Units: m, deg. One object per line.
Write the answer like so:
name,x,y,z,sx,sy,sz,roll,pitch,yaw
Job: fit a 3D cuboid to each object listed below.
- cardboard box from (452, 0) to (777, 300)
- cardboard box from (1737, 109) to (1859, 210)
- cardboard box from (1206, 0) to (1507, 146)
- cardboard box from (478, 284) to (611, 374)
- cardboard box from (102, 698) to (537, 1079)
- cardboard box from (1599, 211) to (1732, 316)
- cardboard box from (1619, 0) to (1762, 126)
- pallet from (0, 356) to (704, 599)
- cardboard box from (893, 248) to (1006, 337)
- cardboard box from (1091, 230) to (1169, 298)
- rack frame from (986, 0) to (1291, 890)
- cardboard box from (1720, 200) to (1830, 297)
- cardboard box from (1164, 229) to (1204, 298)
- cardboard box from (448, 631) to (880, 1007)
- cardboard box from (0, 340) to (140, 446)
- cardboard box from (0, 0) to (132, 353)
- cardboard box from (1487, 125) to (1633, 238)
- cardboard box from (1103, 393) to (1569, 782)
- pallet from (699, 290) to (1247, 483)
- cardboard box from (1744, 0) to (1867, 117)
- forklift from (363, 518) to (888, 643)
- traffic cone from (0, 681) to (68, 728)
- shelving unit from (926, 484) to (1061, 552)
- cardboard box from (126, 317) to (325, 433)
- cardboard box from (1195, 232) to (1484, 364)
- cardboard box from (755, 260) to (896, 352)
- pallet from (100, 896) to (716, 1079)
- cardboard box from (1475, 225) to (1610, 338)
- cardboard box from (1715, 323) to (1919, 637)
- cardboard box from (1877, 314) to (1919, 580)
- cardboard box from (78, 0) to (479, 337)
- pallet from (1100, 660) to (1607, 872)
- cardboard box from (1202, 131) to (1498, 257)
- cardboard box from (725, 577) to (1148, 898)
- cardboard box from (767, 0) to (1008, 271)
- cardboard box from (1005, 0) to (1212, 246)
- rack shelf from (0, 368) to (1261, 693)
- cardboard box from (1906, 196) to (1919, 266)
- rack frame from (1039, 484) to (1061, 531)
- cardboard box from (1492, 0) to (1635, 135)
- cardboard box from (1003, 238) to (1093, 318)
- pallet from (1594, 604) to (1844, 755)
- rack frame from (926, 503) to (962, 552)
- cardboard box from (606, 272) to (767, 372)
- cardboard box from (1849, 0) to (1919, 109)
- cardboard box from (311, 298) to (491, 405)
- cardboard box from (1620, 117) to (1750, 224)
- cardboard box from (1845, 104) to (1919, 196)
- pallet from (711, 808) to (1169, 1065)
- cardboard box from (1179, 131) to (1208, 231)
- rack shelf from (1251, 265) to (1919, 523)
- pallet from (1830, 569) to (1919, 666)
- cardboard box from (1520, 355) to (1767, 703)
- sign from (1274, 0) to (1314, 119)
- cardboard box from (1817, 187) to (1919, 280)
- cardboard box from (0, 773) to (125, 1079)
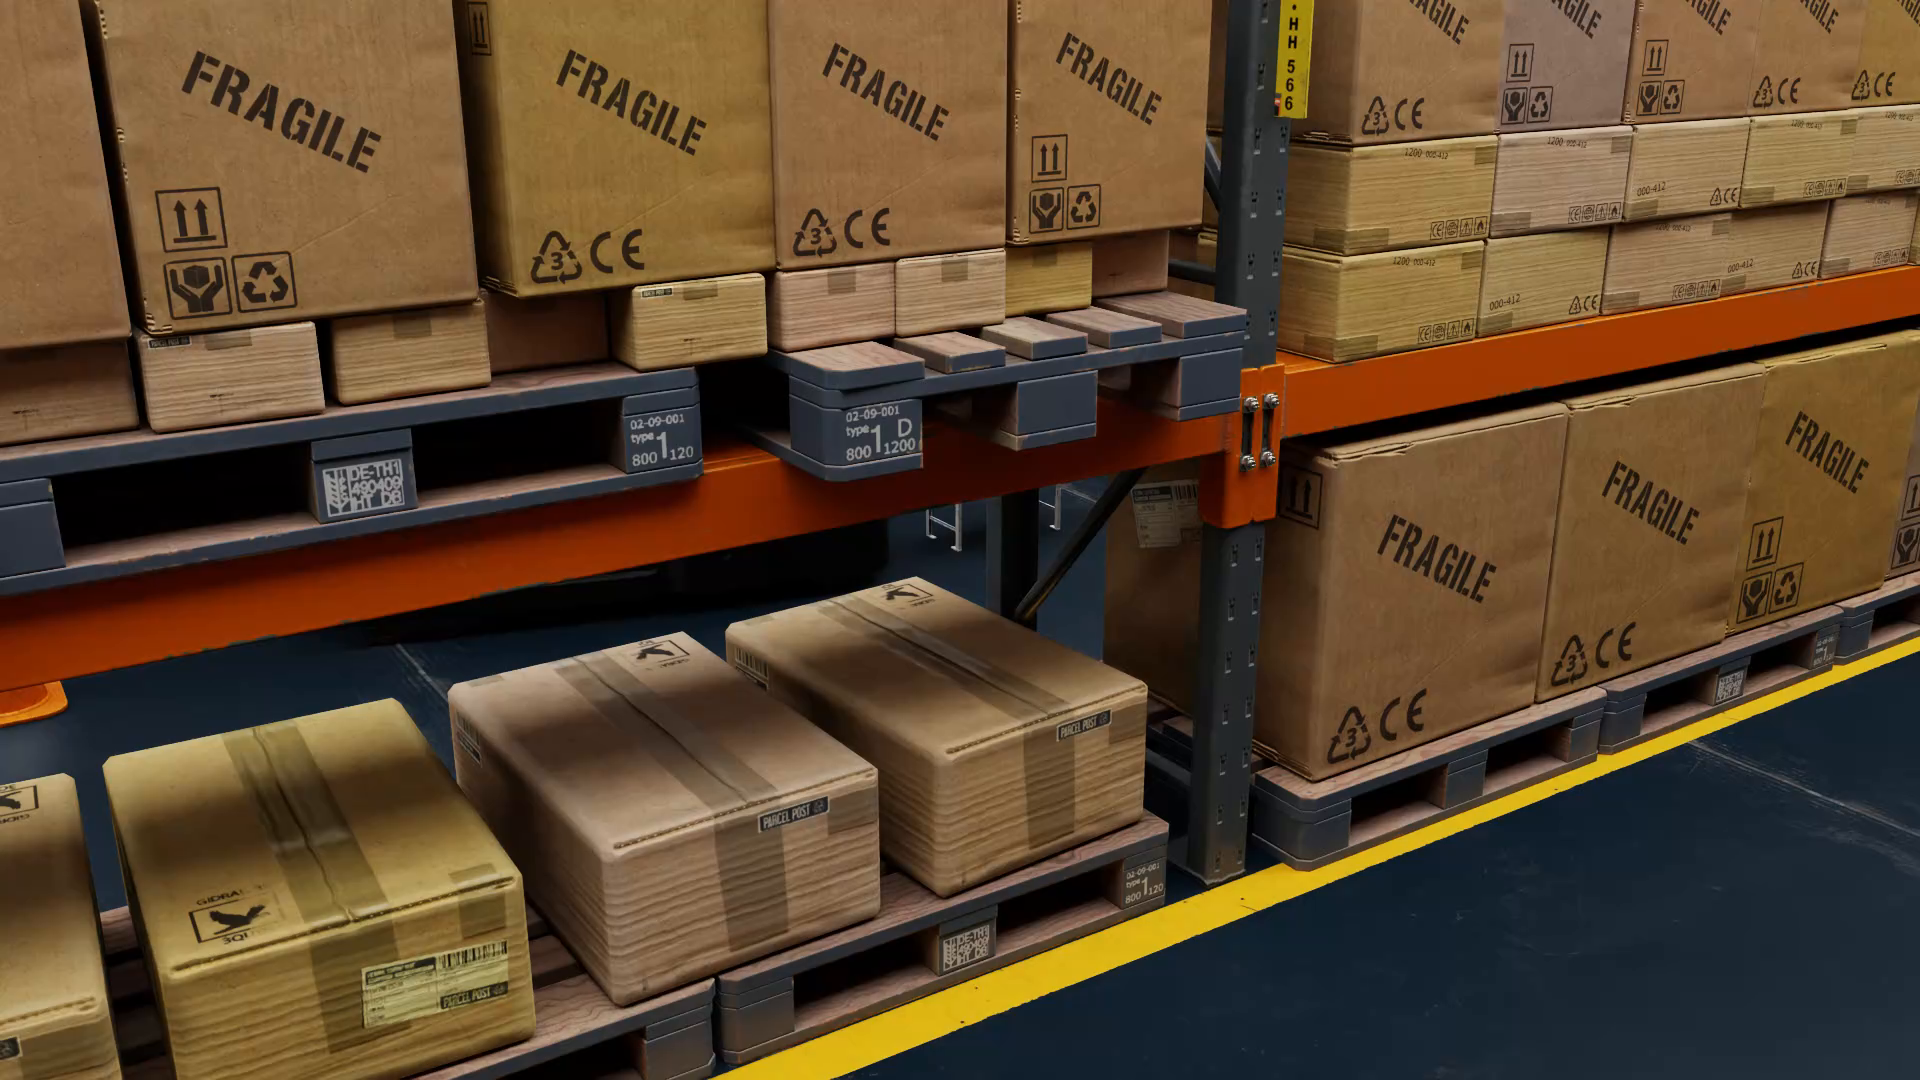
cardboard box,-0.675,-0.741,2.977,0.500,0.500,0.500,-14,23,-35
cardboard box,2.243,-1.141,4.891,0.500,0.250,0.500,-11,22,-30
cardboard box,0.945,-1.234,3.994,0.500,0.500,0.500,-13,22,-33
cardboard box,-0.832,-0.423,3.048,0.250,0.149,0.380,-12,22,-31
cardboard box,-1.328,0.716,3.392,0.625,0.372,0.950,-11,22,-30
cardboard box,1.806,-0.825,4.736,0.500,0.250,0.500,-11,22,-30
cardboard box,1.794,-1.411,4.517,0.500,0.500,0.500,-11,22,-30
pallet,-1.233,-0.241,3.073,1.213,0.211,1.003,-12,22,-31
cardboard box,-0.116,-0.528,3.359,0.250,0.149,0.380,-12,22,-32
cardboard box,0.254,-0.651,3.722,0.250,0.149,0.380,-11,22,-29
rack frame,0.398,-0.691,4.106,0.127,3.000,1.000,-12,22,-31
cardboard box,2.216,-0.913,4.996,0.500,0.250,0.500,-12,22,-31
cardboard box,0.678,-0.779,4.599,0.500,0.250,0.500,-13,23,-33
cardboard box,-0.691,0.584,3.783,0.625,0.372,0.950,-12,22,-32
cardboard box,-1.454,-0.269,2.593,0.250,0.149,0.380,-12,22,-31
cardboard box,-1.555,-0.552,2.417,0.500,0.500,0.500,-12,22,-32
cardboard box,1.389,-0.971,4.387,0.500,0.250,0.500,-11,22,-30
cardboard box,1.021,0.017,4.673,0.875,0.875,0.875,-12,22,-32
pallet,-0.138,-0.446,3.681,1.003,0.211,1.213,-12,22,-31
cardboard box,2.217,-1.499,4.777,0.500,0.500,0.500,-12,22,-31
forklift,-1.845,-1.225,5.793,3.031,2.935,1.130,-6,20,-16
traffic cone,-2.985,0.304,5.124,0.334,0.463,0.336,-12,22,-31
shelving unit,0.138,-0.598,6.639,0.503,1.200,0.258,-12,22,-31
cardboard box,-1.203,-0.302,2.690,0.250,0.149,0.380,-11,22,-29
cardboard box,0.945,-0.639,4.186,0.500,0.250,0.500,-12,22,-32
cardboard box,-0.331,-0.485,3.234,0.250,0.149,0.380,-13,23,-34
pallet,-1.273,0.980,3.515,1.213,0.211,1.003,-12,22,-31
cardboard box,1.364,-0.734,4.468,0.500,0.250,0.500,-13,22,-33
cardboard box,2.515,-0.297,5.600,0.875,0.875,0.875,-11,22,-30
cardboard box,3.265,-0.458,6.077,0.875,0.875,0.875,-11,22,-30
cardboard box,-1.132,-0.645,2.693,0.500,0.500,0.500,-13,23,-34
pallet,1.098,0.511,4.904,1.213,0.211,1.003,-12,22,-31
cardboard box,0.957,-0.880,4.119,0.500,0.250,0.500,-12,22,-32
cardboard box,-0.079,0.451,4.173,0.625,0.372,0.950,-14,23,-35
cardboard box,-0.254,-0.830,3.240,0.500,0.500,0.500,-12,22,-32
cardboard box,0.171,-0.924,3.519,0.500,0.500,0.500,-13,22,-33
rack shelf,-1.272,0.002,3.179,4.000,0.370,1.077,-12,22,-31
cardboard box,3.077,-1.089,5.517,0.500,0.250,0.500,-12,22,-32
rack frame,0.342,-0.641,6.766,0.015,1.200,0.240,-12,22,-31
cardboard box,1.353,-1.324,4.260,0.500,0.500,0.500,-12,22,-31
cardboard box,0.070,-0.584,3.525,0.250,0.149,0.380,-12,22,-31
pallet,2.116,0.297,5.536,1.213,0.211,1.003,-12,22,-31
rack frame,-0.066,-0.555,6.512,0.015,1.200,0.240,-12,22,-31
cardboard box,-0.553,-0.433,3.079,0.250,0.149,0.380,-11,22,-30
cardboard box,2.642,-1.594,5.059,0.500,0.500,0.500,-11,22,-30
cardboard box,-0.997,-0.357,2.852,0.250,0.149,0.380,-13,22,-33
cardboard box,1.812,-1.056,4.637,0.500,0.250,0.500,-12,22,-32
cardboard box,2.662,-1.236,5.171,0.500,0.250,0.500,-11,22,-30
pallet,-0.255,0.767,4.147,1.213,0.211,1.003,-12,22,-31
cardboard box,0.663,-1.010,4.504,0.500,0.250,0.500,-12,22,-32
rack shelf,2.068,-0.703,5.263,4.000,0.370,1.077,-12,22,-31
pallet,3.136,0.081,6.175,1.213,0.211,1.003,-12,22,-31
cardboard box,1.768,-0.139,5.135,0.875,0.875,0.875,-12,22,-31
sign,0.704,-1.059,3.509,0.005,0.325,0.100,-12,22,-31
cardboard box,2.645,-1.005,5.269,0.500,0.250,0.500,-13,22,-33
cardboard box,-1.907,0.839,3.028,0.625,0.372,0.950,-10,21,-28
